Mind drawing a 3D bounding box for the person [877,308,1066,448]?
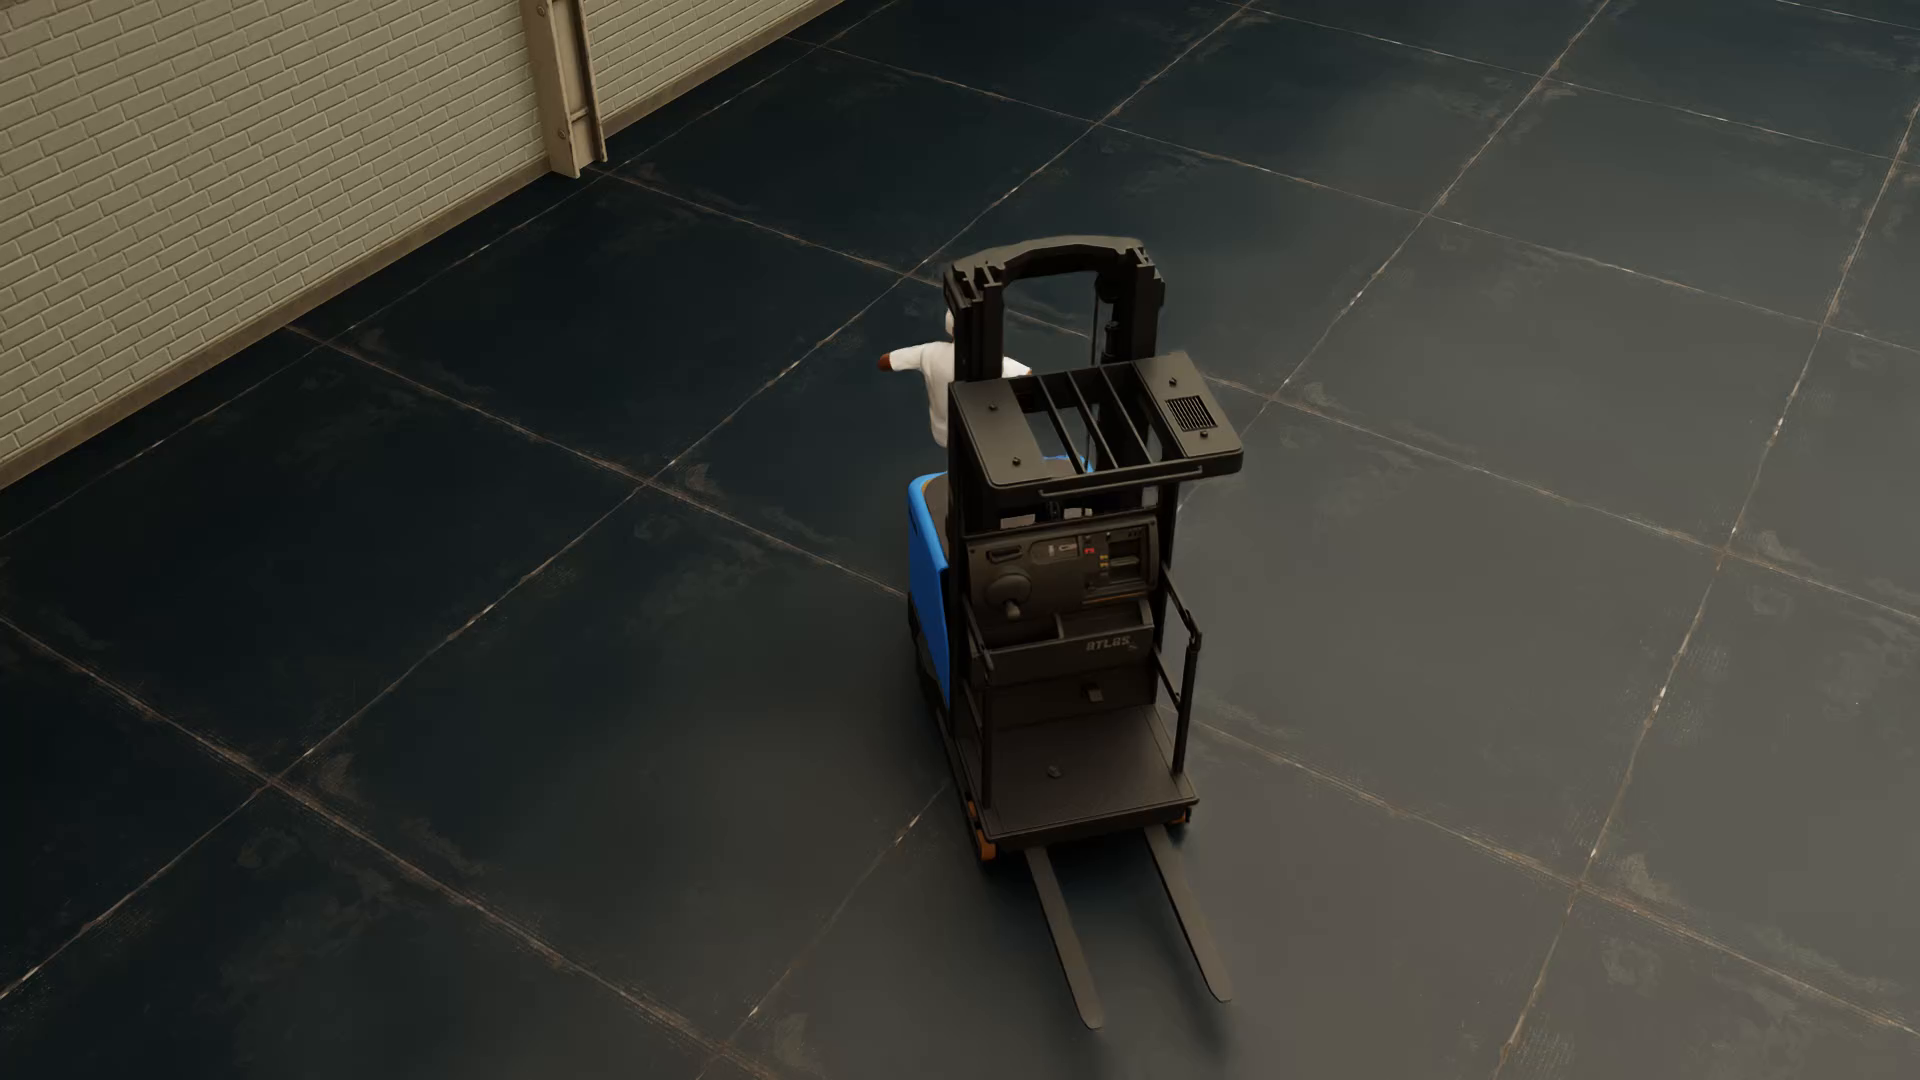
[{"bbox_3d":[0.092,-0.831,9.976,1.176,1.617,0.800,17,43,19],"label":"person"}]

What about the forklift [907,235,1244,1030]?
[{"bbox_3d":[0.544,0.213,7.716,1.130,2.935,3.031,-9,41,-10],"label":"forklift"}]
